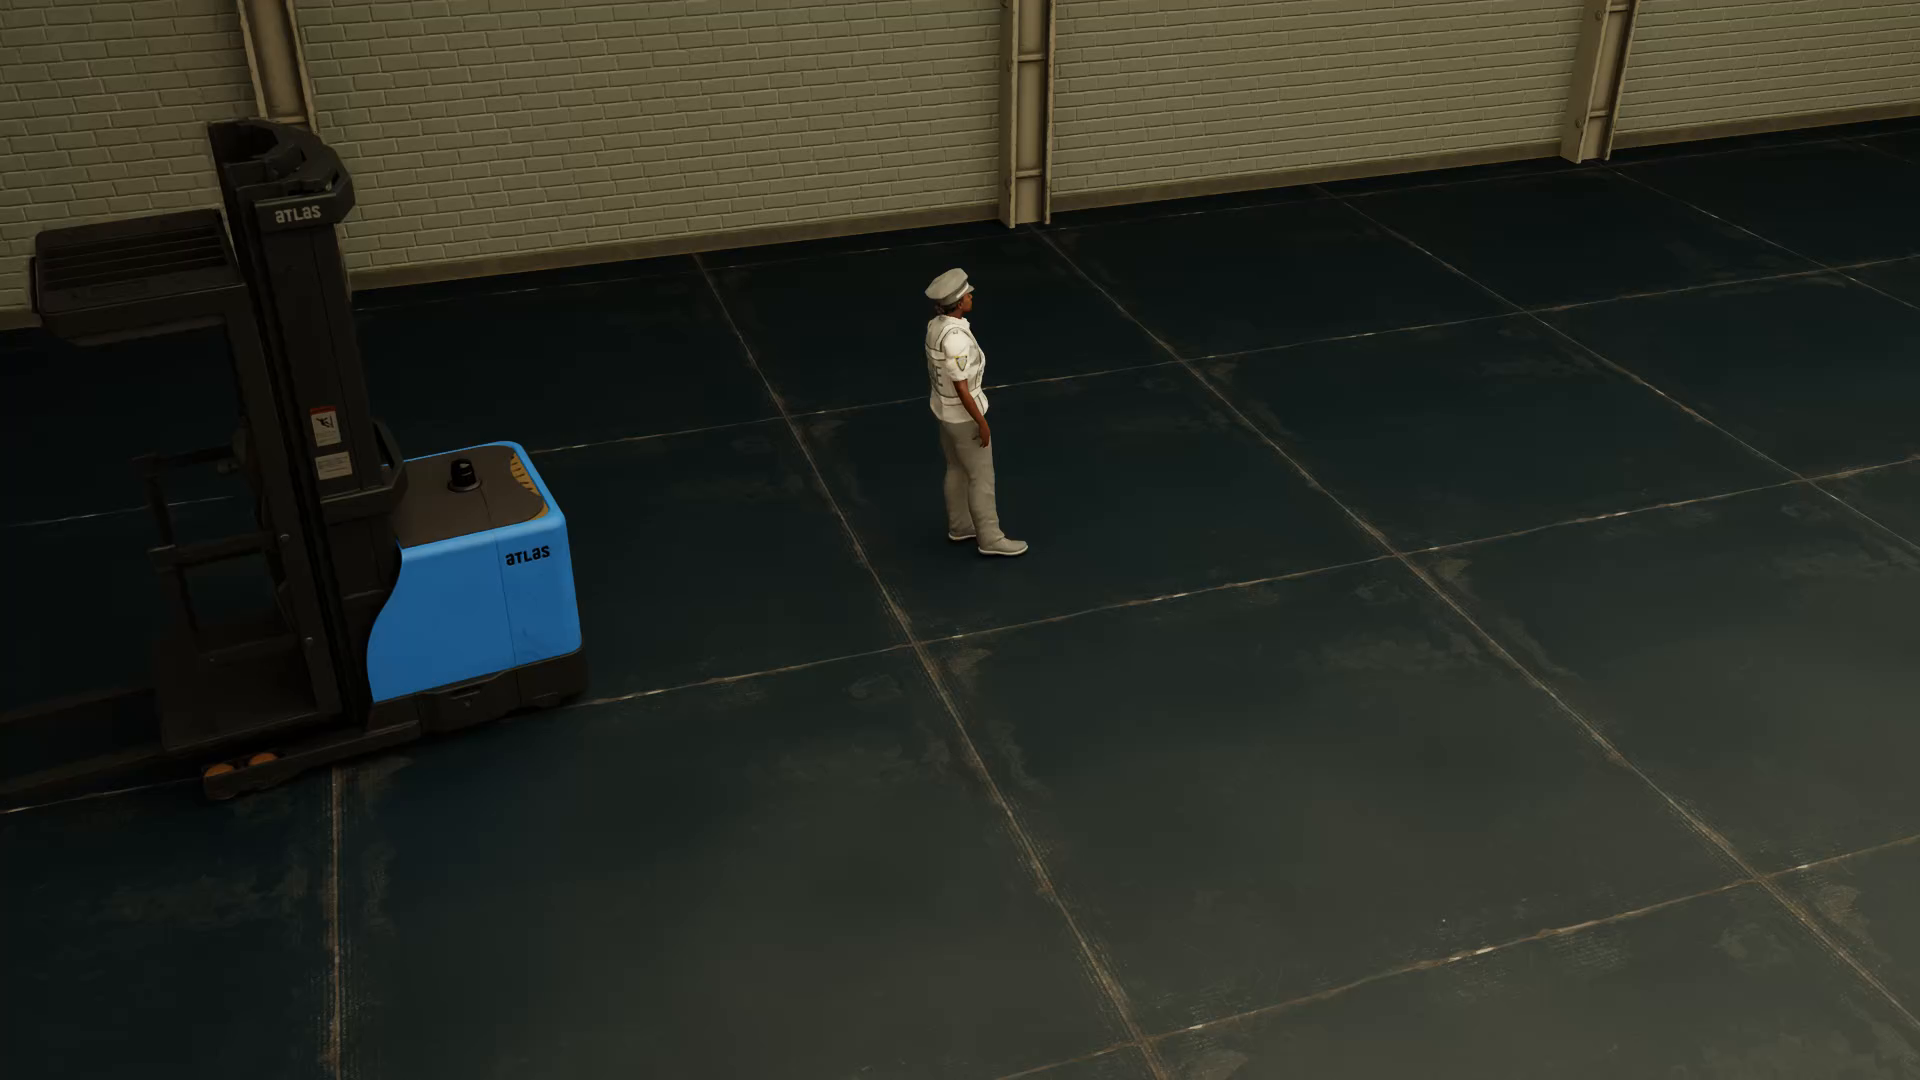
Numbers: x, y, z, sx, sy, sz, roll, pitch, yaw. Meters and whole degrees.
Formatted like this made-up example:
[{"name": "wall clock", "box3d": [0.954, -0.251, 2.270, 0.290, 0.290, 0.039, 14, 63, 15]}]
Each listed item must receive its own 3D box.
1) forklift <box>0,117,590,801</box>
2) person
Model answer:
[{"name": "forklift", "box3d": [-3.468, -0.340, 7.677, 3.031, 2.935, 1.130, -14, 33, -23]}, {"name": "person", "box3d": [0.078, -0.743, 9.604, 0.528, 1.695, 0.569, -10, 31, -16]}]
